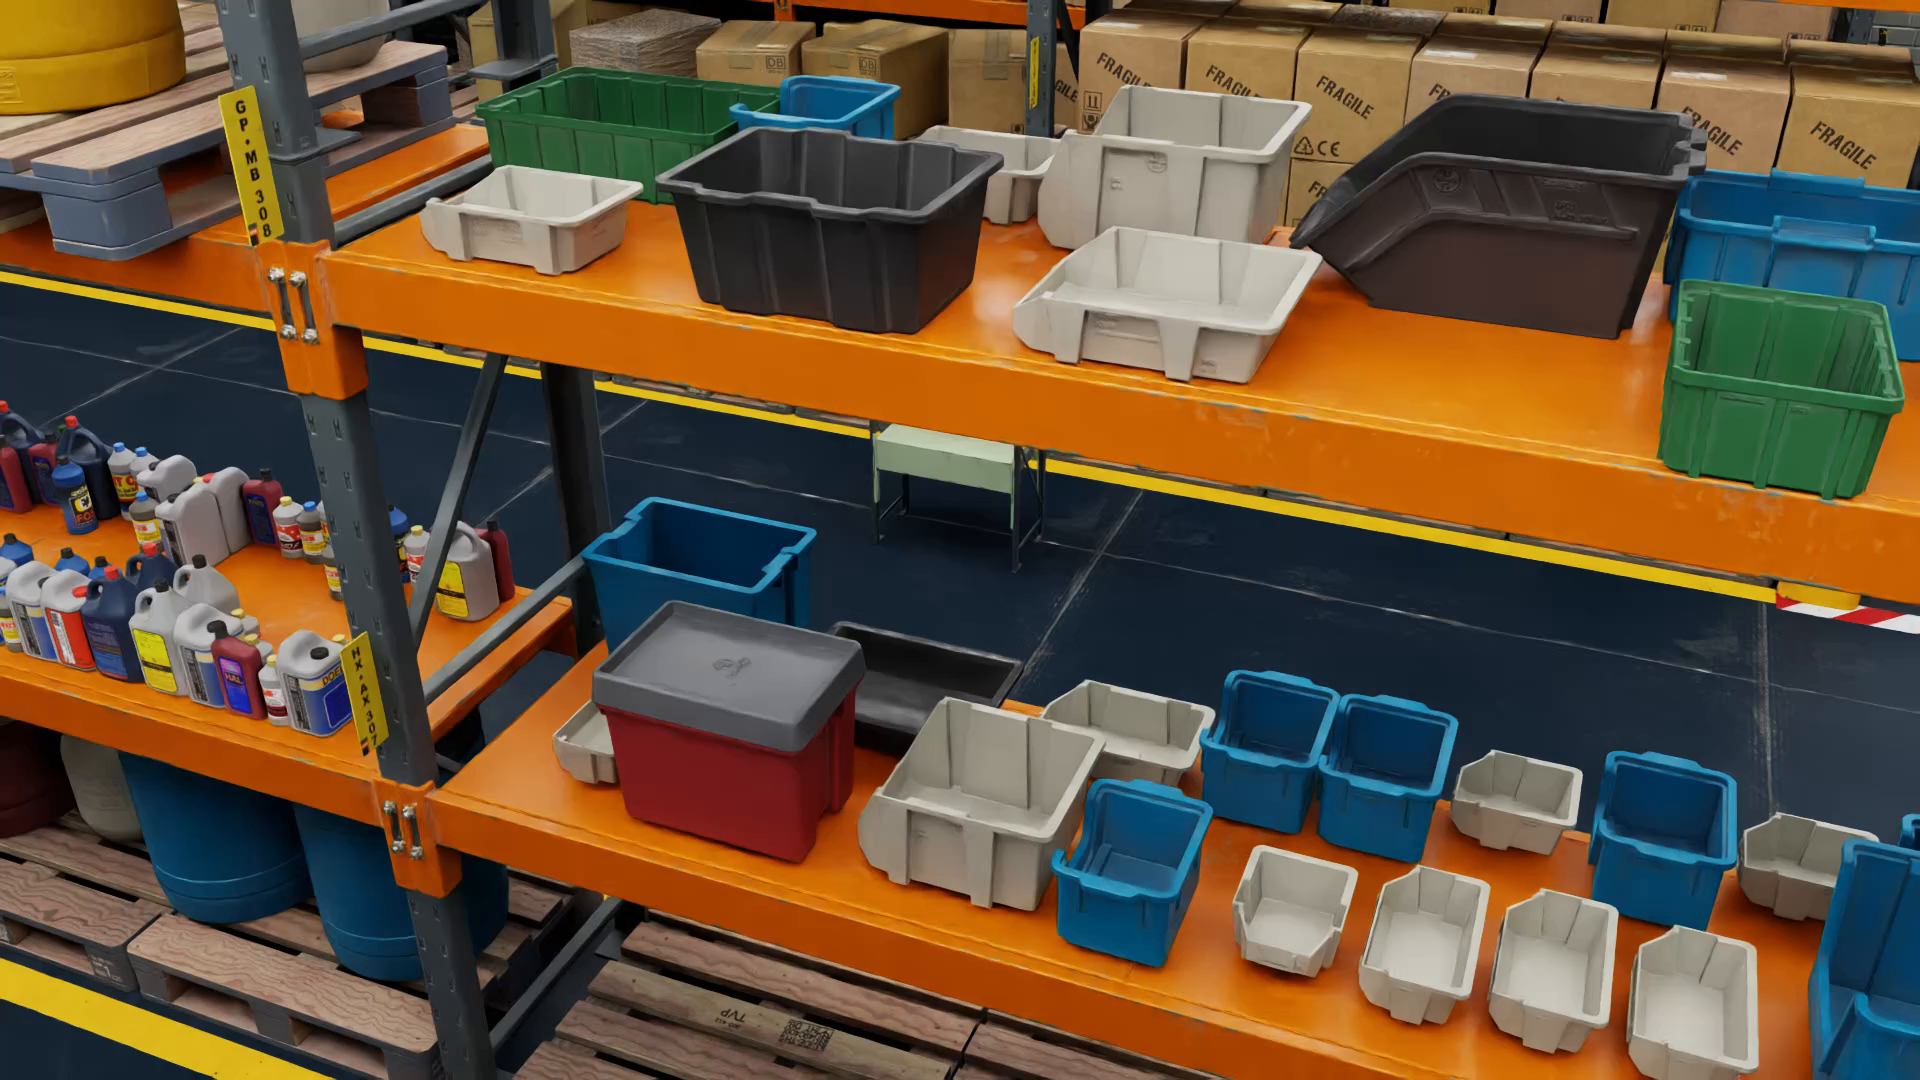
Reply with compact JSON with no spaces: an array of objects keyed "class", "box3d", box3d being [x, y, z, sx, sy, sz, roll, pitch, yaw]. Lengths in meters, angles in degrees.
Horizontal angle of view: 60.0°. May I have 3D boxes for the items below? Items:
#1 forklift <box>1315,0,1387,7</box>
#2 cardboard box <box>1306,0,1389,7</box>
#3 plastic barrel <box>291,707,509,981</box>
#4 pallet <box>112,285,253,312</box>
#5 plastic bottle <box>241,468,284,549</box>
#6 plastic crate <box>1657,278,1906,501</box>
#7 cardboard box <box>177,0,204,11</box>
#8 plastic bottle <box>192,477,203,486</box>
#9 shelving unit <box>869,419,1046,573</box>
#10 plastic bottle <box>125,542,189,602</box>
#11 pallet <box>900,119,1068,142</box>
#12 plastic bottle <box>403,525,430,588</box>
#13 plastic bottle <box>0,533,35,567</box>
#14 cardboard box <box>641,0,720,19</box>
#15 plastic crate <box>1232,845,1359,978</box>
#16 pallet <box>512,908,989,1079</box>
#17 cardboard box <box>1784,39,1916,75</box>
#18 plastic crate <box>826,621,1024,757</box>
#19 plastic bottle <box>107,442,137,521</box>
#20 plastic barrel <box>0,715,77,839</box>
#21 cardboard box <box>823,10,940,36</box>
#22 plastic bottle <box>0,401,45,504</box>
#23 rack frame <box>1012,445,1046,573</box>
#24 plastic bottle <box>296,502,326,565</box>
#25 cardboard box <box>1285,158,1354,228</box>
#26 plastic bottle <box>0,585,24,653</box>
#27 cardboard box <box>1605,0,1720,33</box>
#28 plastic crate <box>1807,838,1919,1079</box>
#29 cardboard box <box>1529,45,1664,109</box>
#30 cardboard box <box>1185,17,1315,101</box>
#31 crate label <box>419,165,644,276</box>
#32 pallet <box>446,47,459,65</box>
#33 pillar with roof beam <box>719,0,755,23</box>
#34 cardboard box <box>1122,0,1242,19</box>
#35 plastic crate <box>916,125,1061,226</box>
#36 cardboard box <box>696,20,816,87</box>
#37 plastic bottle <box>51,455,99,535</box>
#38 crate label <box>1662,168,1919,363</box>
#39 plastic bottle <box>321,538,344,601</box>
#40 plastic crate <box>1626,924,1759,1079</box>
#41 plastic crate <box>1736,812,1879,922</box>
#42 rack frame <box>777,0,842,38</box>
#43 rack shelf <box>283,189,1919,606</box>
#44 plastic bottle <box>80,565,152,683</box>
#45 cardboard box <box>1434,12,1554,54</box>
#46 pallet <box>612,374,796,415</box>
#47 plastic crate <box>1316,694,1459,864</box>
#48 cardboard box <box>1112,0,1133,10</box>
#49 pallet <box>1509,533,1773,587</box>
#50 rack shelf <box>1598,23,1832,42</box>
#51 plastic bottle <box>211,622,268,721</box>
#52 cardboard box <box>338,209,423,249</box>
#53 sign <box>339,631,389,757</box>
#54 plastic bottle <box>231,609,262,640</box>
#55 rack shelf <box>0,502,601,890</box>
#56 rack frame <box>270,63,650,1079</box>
[{"class":"forklift","box3d":[2.312,-3.244,11.011,1.130,2.935,3.031,16,33,26]},{"class":"cardboard box","box3d":[2.918,-4.277,12.464,0.700,0.700,0.980,12,32,20]},{"class":"plastic barrel","box3d":[-1.801,0.885,5.341,0.708,0.901,0.600,11,31,19]},{"class":"pallet","box3d":[-5.019,-1.917,11.428,1.213,0.211,1.003,11,31,19]},{"class":"plastic bottle","box3d":[-2.306,-0.113,5.520,0.133,0.283,0.061,11,31,19]},{"class":"plastic crate","box3d":[1.382,-0.263,2.834,0.336,0.188,0.450,11,31,19]},{"class":"cardboard box","box3d":[-5.193,-3.179,10.724,0.500,0.500,0.500,11,31,19]},{"class":"plastic bottle","box3d":[-2.544,-0.115,5.607,0.097,0.201,0.097,0,29,0]},{"class":"shelving unit","box3d":[-0.006,-0.654,7.883,0.755,1.500,0.431,11,31,19]},{"class":"plastic bottle","box3d":[-2.396,0.164,4.962,0.185,0.351,0.144,11,31,19]},{"class":"pallet","box3d":[-0.137,-2.109,9.128,1.213,0.211,1.003,11,31,19]},{"class":"plastic bottle","box3d":[-1.720,0.049,5.316,0.097,0.201,0.097,0,29,0]},{"class":"plastic bottle","box3d":[-2.906,0.105,5.147,0.097,0.271,0.097,0,29,0]},{"class":"cardboard box","box3d":[-2.477,-4.667,14.790,0.500,0.250,0.500,12,32,20]},{"class":"plastic crate","box3d":[0.767,0.876,3.858,0.250,0.136,0.298,11,31,19]},{"class":"pallet","box3d":[-0.608,1.595,5.213,1.213,0.211,1.003,11,31,19]},{"class":"cardboard box","box3d":[3.957,-1.936,7.509,0.500,0.500,0.500,12,32,21]},{"class":"plastic crate","box3d":[-0.165,0.441,4.640,0.590,0.125,0.437,11,31,19]},{"class":"plastic bottle","box3d":[-2.850,-0.206,5.698,0.097,0.271,0.097,0,29,0]},{"class":"plastic barrel","box3d":[-3.504,0.682,6.020,0.708,0.588,0.600,11,31,19]},{"class":"cardboard box","box3d":[-0.653,-4.045,14.117,0.750,0.750,0.750,11,31,18]},{"class":"plastic bottle","box3d":[-3.284,-0.315,5.810,0.185,0.351,0.144,11,31,19]},{"class":"rack frame","box3d":[0.333,-0.586,7.763,0.023,1.500,0.400,11,31,19]},{"class":"plastic bottle","box3d":[-2.116,-0.029,5.456,0.097,0.201,0.097,0,29,0]},{"class":"cardboard box","box3d":[1.870,-1.633,7.989,0.500,0.500,0.500,11,31,19]},{"class":"plastic bottle","box3d":[-2.839,0.229,4.998,0.097,0.201,0.097,0,29,0]},{"class":"cardboard box","box3d":[4.973,-3.864,11.733,0.700,0.700,0.980,11,31,19]},{"class":"plastic crate","box3d":[2.022,0.985,3.363,0.499,0.435,0.616,11,31,19]},{"class":"cardboard box","box3d":[2.802,-1.877,7.405,0.500,0.500,0.500,12,32,20]},{"class":"cardboard box","box3d":[1.371,-2.163,7.911,0.500,0.500,0.500,10,31,18]},{"class":"crate label","box3d":[-0.959,-0.706,3.670,0.466,0.136,0.293,11,31,19]},{"class":"pallet","box3d":[-5.628,-4.628,16.224,1.213,0.211,1.003,11,31,19]},{"class":"pillar with roof beam","box3d":[-3.783,-6.278,10.212,0.400,9.000,9.100,11,31,19]},{"class":"cardboard box","box3d":[1.128,-2.498,8.504,0.500,0.500,0.500,11,31,19]},{"class":"plastic crate","box3d":[0.018,-0.866,3.954,0.466,0.136,0.293,11,31,19]},{"class":"cardboard box","box3d":[-1.098,-2.520,9.131,0.500,0.500,0.700,4,30,6]},{"class":"plastic bottle","box3d":[-2.994,-0.159,5.613,0.097,0.271,0.097,0,29,0]},{"class":"crate label","box3d":[1.669,-0.556,3.288,0.502,0.251,0.408,11,31,19]},{"class":"plastic bottle","box3d":[-1.958,0.083,5.257,0.097,0.201,0.097,0,29,0]},{"class":"plastic crate","box3d":[1.579,1.023,3.598,0.243,0.136,0.396,11,31,19]},{"class":"plastic crate","box3d":[2.032,0.799,3.995,0.298,0.136,0.250,11,31,19]},{"class":"rack frame","box3d":[-1.285,-4.994,14.037,0.127,3.000,1.000,11,31,19]},{"class":"rack shelf","box3d":[0.550,-0.360,3.521,4.000,0.370,1.077,11,31,19]},{"class":"plastic bottle","box3d":[-2.450,0.229,4.846,0.185,0.351,0.144,11,31,19]},{"class":"cardboard box","box3d":[2.537,-2.218,8.007,0.500,0.500,0.500,11,31,19]},{"class":"pallet","box3d":[-1.340,-1.139,10.051,1.213,0.211,1.003,11,31,19]},{"class":"plastic crate","box3d":[1.078,0.610,4.231,0.300,0.233,0.416,11,31,19]},{"class":"cardboard box","box3d":[1.269,-4.213,12.891,0.250,0.149,0.380,11,31,19]},{"class":"pallet","box3d":[3.459,-0.202,8.393,1.213,0.211,1.003,11,31,19]},{"class":"rack shelf","box3d":[4.274,-3.571,12.251,4.000,0.370,1.077,11,31,19]},{"class":"plastic bottle","box3d":[-2.022,0.366,4.672,0.133,0.283,0.061,11,31,19]},{"class":"cardboard box","box3d":[-3.722,-1.949,10.448,0.500,0.311,0.500,12,32,20]},{"class":"sign","box3d":[-1.512,0.393,4.225,0.005,0.325,0.100,11,31,19]},{"class":"plastic bottle","box3d":[-2.099,0.296,4.880,0.097,0.201,0.097,0,29,0]},{"class":"rack shelf","box3d":[-3.157,0.206,5.568,4.000,0.370,1.077,11,31,19]},{"class":"rack frame","box3d":[-1.304,0.263,4.736,0.127,3.000,1.000,11,31,19]}]
